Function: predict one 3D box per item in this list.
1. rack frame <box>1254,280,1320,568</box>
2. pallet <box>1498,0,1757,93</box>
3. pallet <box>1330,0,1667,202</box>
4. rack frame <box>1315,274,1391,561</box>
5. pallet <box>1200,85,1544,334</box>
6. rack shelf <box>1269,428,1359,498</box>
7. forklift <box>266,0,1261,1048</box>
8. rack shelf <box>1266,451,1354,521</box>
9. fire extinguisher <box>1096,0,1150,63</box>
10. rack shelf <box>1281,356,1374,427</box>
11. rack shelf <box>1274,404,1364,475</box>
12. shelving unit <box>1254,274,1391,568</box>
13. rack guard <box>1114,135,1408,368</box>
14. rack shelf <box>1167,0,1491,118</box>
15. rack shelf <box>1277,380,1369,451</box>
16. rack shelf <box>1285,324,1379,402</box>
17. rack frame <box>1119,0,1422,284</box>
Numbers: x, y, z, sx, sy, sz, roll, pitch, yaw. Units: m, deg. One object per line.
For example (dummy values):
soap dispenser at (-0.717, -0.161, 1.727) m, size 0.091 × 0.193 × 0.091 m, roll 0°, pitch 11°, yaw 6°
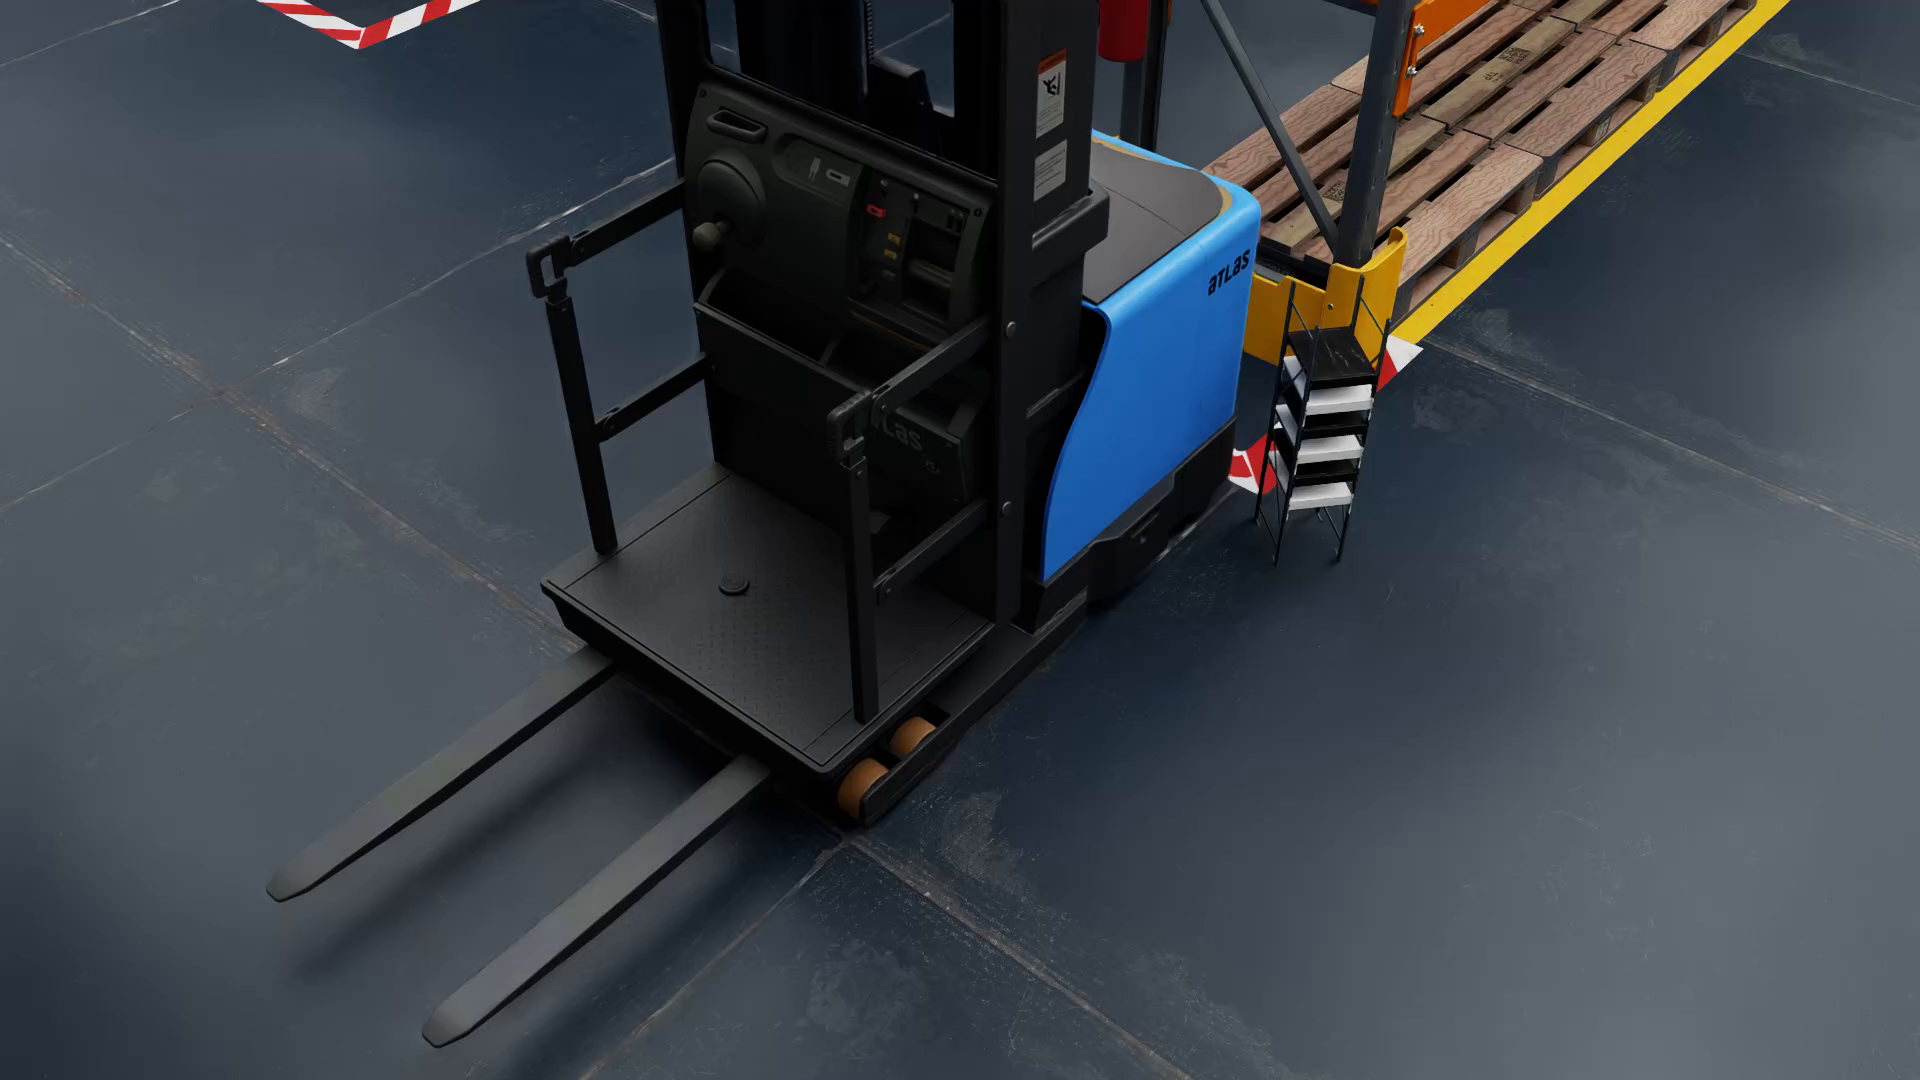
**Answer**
rack frame at (0.964, -0.326, 4.940) m, size 0.006 × 0.900 × 0.240 m, roll -6°, pitch 43°, yaw -7°
pallet at (3.126, -2.598, 7.951) m, size 1.003 × 0.211 × 1.213 m, roll 29°, pitch 50°, yaw 28°
pallet at (2.341, -1.967, 7.257) m, size 1.003 × 0.211 × 1.213 m, roll 29°, pitch 50°, yaw 28°
rack frame at (1.165, -0.348, 4.963) m, size 0.006 × 0.900 × 0.240 m, roll -6°, pitch 43°, yaw -7°
pallet at (1.555, -1.342, 6.569) m, size 1.003 × 0.211 × 1.213 m, roll 29°, pitch 50°, yaw 28°
rack shelf at (1.065, -0.246, 5.035) m, size 0.200 × 0.077 × 0.258 m, roll -6°, pitch 43°, yaw -7°
forklift at (-0.449, -0.721, 3.864) m, size 1.130 × 2.935 × 3.031 m, roll 29°, pitch 50°, yaw 28°
rack shelf at (1.065, -0.179, 5.095) m, size 0.200 × 0.077 × 0.258 m, roll -6°, pitch 43°, yaw -7°
fire extinguisher at (0.550, -1.918, 5.465) m, size 0.296 × 0.674 × 0.183 m, roll 29°, pitch 50°, yaw 28°
rack shelf at (1.065, -0.446, 4.853) m, size 0.200 × 0.077 × 0.258 m, roll -6°, pitch 43°, yaw -7°
rack shelf at (1.065, -0.312, 4.974) m, size 0.200 × 0.077 × 0.258 m, roll -6°, pitch 43°, yaw -7°
shelving unit at (1.065, -0.337, 4.952) m, size 0.210 × 0.900 × 0.258 m, roll -6°, pitch 43°, yaw -7°
rack guard at (0.990, -1.023, 6.004) m, size 1.175 × 0.500 × 0.348 m, roll 29°, pitch 50°, yaw 28°
rack shelf at (2.282, -2.730, 6.557) m, size 1.077 × 0.370 × 4.000 m, roll 29°, pitch 50°, yaw 28°
rack shelf at (1.065, -0.379, 4.914) m, size 0.200 × 0.077 × 0.258 m, roll -6°, pitch 43°, yaw -7°
rack shelf at (1.065, -0.512, 4.793) m, size 0.200 × 0.077 × 0.258 m, roll -6°, pitch 43°, yaw -7°
rack frame at (0.995, -1.966, 5.182) m, size 1.000 × 3.000 × 0.127 m, roll 29°, pitch 50°, yaw 28°
